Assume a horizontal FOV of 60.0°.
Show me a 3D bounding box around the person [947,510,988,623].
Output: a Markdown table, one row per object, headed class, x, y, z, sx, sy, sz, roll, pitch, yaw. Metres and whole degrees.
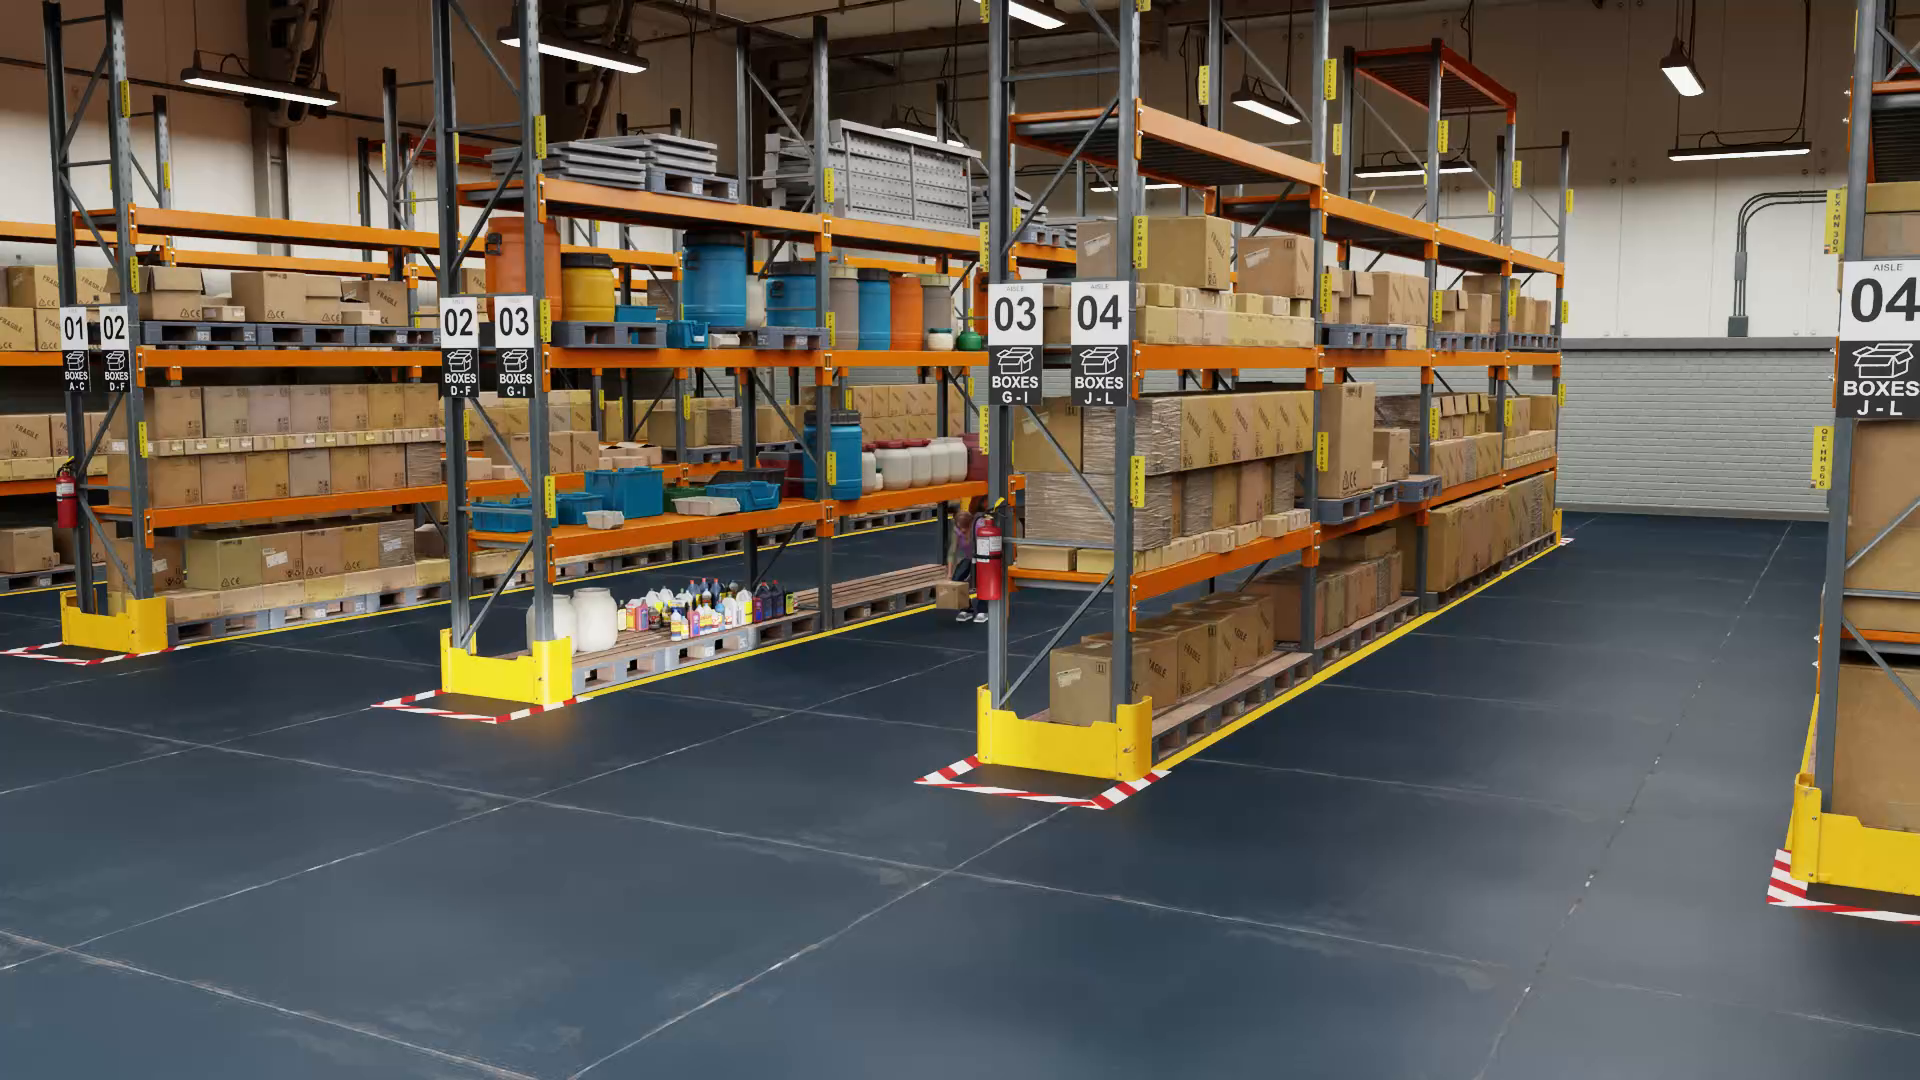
| class | x | y | z | sx | sy | sz | roll | pitch | yaw |
| --- | --- | --- | --- | --- | --- | --- | --- | --- | --- |
| person | 0.145 | 0.269 | 17.229 | 0.464 | 1.175 | 0.710 | 3 | 7 | 29 |
